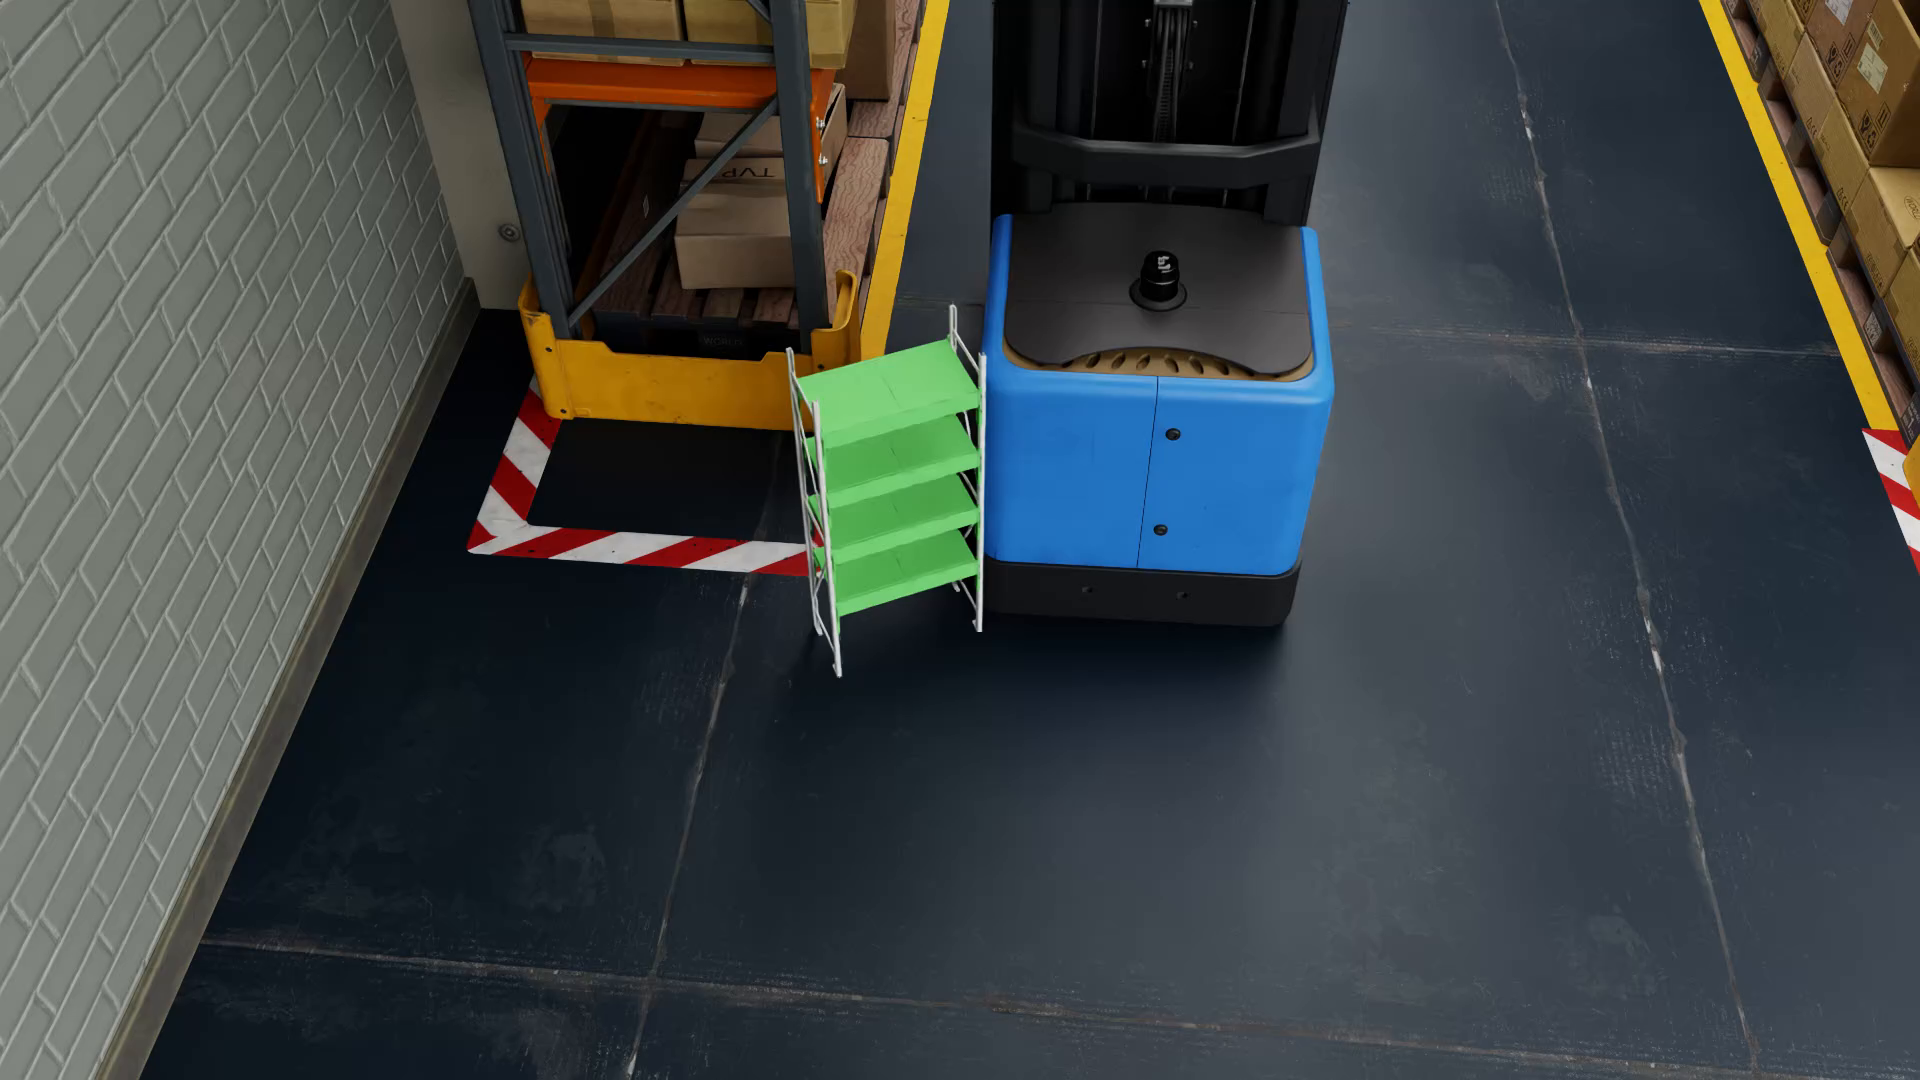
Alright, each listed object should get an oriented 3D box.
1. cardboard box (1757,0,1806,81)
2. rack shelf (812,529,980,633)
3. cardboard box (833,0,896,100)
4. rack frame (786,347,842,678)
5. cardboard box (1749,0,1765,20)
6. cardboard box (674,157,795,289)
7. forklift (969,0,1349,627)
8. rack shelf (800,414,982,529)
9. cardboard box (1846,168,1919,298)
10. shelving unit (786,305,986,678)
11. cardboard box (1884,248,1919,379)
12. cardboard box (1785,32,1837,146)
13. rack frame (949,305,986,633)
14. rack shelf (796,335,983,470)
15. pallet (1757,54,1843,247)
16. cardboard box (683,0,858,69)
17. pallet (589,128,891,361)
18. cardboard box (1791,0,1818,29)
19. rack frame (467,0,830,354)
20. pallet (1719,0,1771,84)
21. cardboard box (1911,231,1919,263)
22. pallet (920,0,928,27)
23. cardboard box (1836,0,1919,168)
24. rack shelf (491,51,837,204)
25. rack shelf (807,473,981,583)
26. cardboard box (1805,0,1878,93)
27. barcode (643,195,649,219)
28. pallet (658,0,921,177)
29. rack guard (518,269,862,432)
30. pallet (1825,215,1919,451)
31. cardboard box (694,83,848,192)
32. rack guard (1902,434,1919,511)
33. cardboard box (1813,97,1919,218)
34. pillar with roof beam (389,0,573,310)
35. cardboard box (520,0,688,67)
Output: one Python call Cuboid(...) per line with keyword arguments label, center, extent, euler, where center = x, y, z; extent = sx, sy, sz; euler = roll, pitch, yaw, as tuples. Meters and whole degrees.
Cuboid(label="cardboard box", center=(3.886, -2.267, 7.369), extent=(0.500, 0.250, 0.500), euler=(4, 48, 4))
Cuboid(label="rack shelf", center=(-0.205, 0.091, 5.265), extent=(0.480, 0.148, 0.258), euler=(-17, 50, -15))
Cuboid(label="cardboard box", center=(-0.645, -2.260, 7.181), extent=(0.700, 0.500, 0.500), euler=(1, 48, 1))
Cuboid(label="rack frame", center=(-0.431, -0.046, 4.979), extent=(0.015, 1.200, 0.240), euler=(-17, 50, -15))
Cuboid(label="cardboard box", center=(3.937, -2.634, 7.705), extent=(0.500, 0.250, 0.500), euler=(4, 48, 4))
Cuboid(label="cardboard box", center=(-0.814, -1.242, 6.377), extent=(0.500, 0.311, 0.500), euler=(-1, 48, -1))
Cuboid(label="forklift", center=(0.666, -1.795, 5.405), extent=(1.130, 2.935, 3.031), euler=(3, 48, 3))
Cuboid(label="rack shelf", center=(-0.205, -0.233, 4.911), extent=(0.480, 0.148, 0.258), euler=(-17, 50, -15))
Cuboid(label="cardboard box", center=(3.755, -1.164, 6.361), extent=(0.500, 0.250, 0.500), euler=(4, 48, 4))
Cuboid(label="shelving unit", center=(-0.205, -0.114, 5.041), extent=(0.503, 1.200, 0.258), euler=(-17, 50, -15))
Cuboid(label="cardboard box", center=(3.722, -0.796, 6.024), extent=(0.500, 0.250, 0.500), euler=(4, 48, 4))
Cuboid(label="cardboard box", center=(3.847, -1.899, 7.033), extent=(0.500, 0.250, 0.500), euler=(4, 48, 4))
Cuboid(label="rack frame", center=(0.021, -0.182, 5.103), extent=(0.015, 1.200, 0.240), euler=(-17, 50, -15))
Cuboid(label="rack shelf", center=(-0.205, -0.395, 4.734), extent=(0.480, 0.148, 0.258), euler=(-17, 50, -15))
Cuboid(label="pallet", center=(4.109, -1.686, 7.149), extent=(1.003, 0.211, 1.213), euler=(4, 48, 4))
Cuboid(label="cardboard box", center=(-0.606, -1.792, 5.444), extent=(0.500, 0.250, 0.500), euler=(3, 48, 2))
Cuboid(label="pallet", center=(-0.850, -1.208, 6.712), extent=(1.003, 0.211, 1.213), euler=(4, 48, 4))
Cuboid(label="cardboard box", center=(3.887, -2.520, 7.093), extent=(0.500, 0.500, 0.500), euler=(4, 48, 4))
Cuboid(label="rack frame", center=(-0.966, -1.499, 5.088), extent=(1.000, 3.000, 0.127), euler=(4, 48, 4))
Cuboid(label="pallet", center=(4.218, -2.585, 7.971), extent=(1.003, 0.211, 1.213), euler=(4, 48, 4))
Cuboid(label="cardboard box", center=(3.720, -1.049, 5.747), extent=(0.500, 0.500, 0.500), euler=(4, 48, 4))
Cuboid(label="pallet", center=(-0.628, -3.001, 8.352), extent=(1.003, 0.211, 1.213), euler=(4, 48, 4))
Cuboid(label="cardboard box", center=(3.796, -1.785, 6.420), extent=(0.500, 0.500, 0.500), euler=(4, 48, 4))
Cuboid(label="rack shelf", center=(-0.784, -2.725, 6.698), extent=(1.077, 0.370, 4.000), euler=(4, 48, 4))
Cuboid(label="rack shelf", center=(-0.205, -0.071, 5.088), extent=(0.480, 0.148, 0.258), euler=(-17, 50, -15))
Cuboid(label="cardboard box", center=(3.843, -2.152, 6.756), extent=(0.500, 0.500, 0.500), euler=(4, 48, 4))
Cuboid(label="barcode", center=(-1.210, -1.285, 6.411), extent=(0.001, 0.075, 0.075), euler=(4, 48, 4))
Cuboid(label="pallet", center=(-0.736, -2.102, 7.529), extent=(1.003, 0.211, 1.213), euler=(4, 48, 4))
Cuboid(label="rack guard", center=(-0.959, -0.711, 6.061), extent=(1.175, 0.500, 0.348), euler=(4, 48, 4))
Cuboid(label="pallet", center=(3.995, -0.792, 6.331), extent=(1.003, 0.211, 1.213), euler=(4, 48, 4))
Cuboid(label="cardboard box", center=(-0.762, -1.661, 6.760), extent=(0.500, 0.311, 0.500), euler=(7, 48, 7))
Cuboid(label="rack guard", center=(3.965, -0.307, 5.692), extent=(1.175, 0.500, 0.348), euler=(4, 48, 4))
Cuboid(label="cardboard box", center=(3.799, -1.532, 6.697), extent=(0.500, 0.250, 0.500), euler=(4, 48, 4))
Cuboid(label="pillar with roof beam", center=(2.523, -3.806, 3.133), extent=(9.100, 9.000, 0.400), euler=(4, 48, 4))
Cuboid(label="cardboard box", center=(-1.117, -1.811, 5.462), extent=(0.500, 0.250, 0.500), euler=(4, 48, 4))
